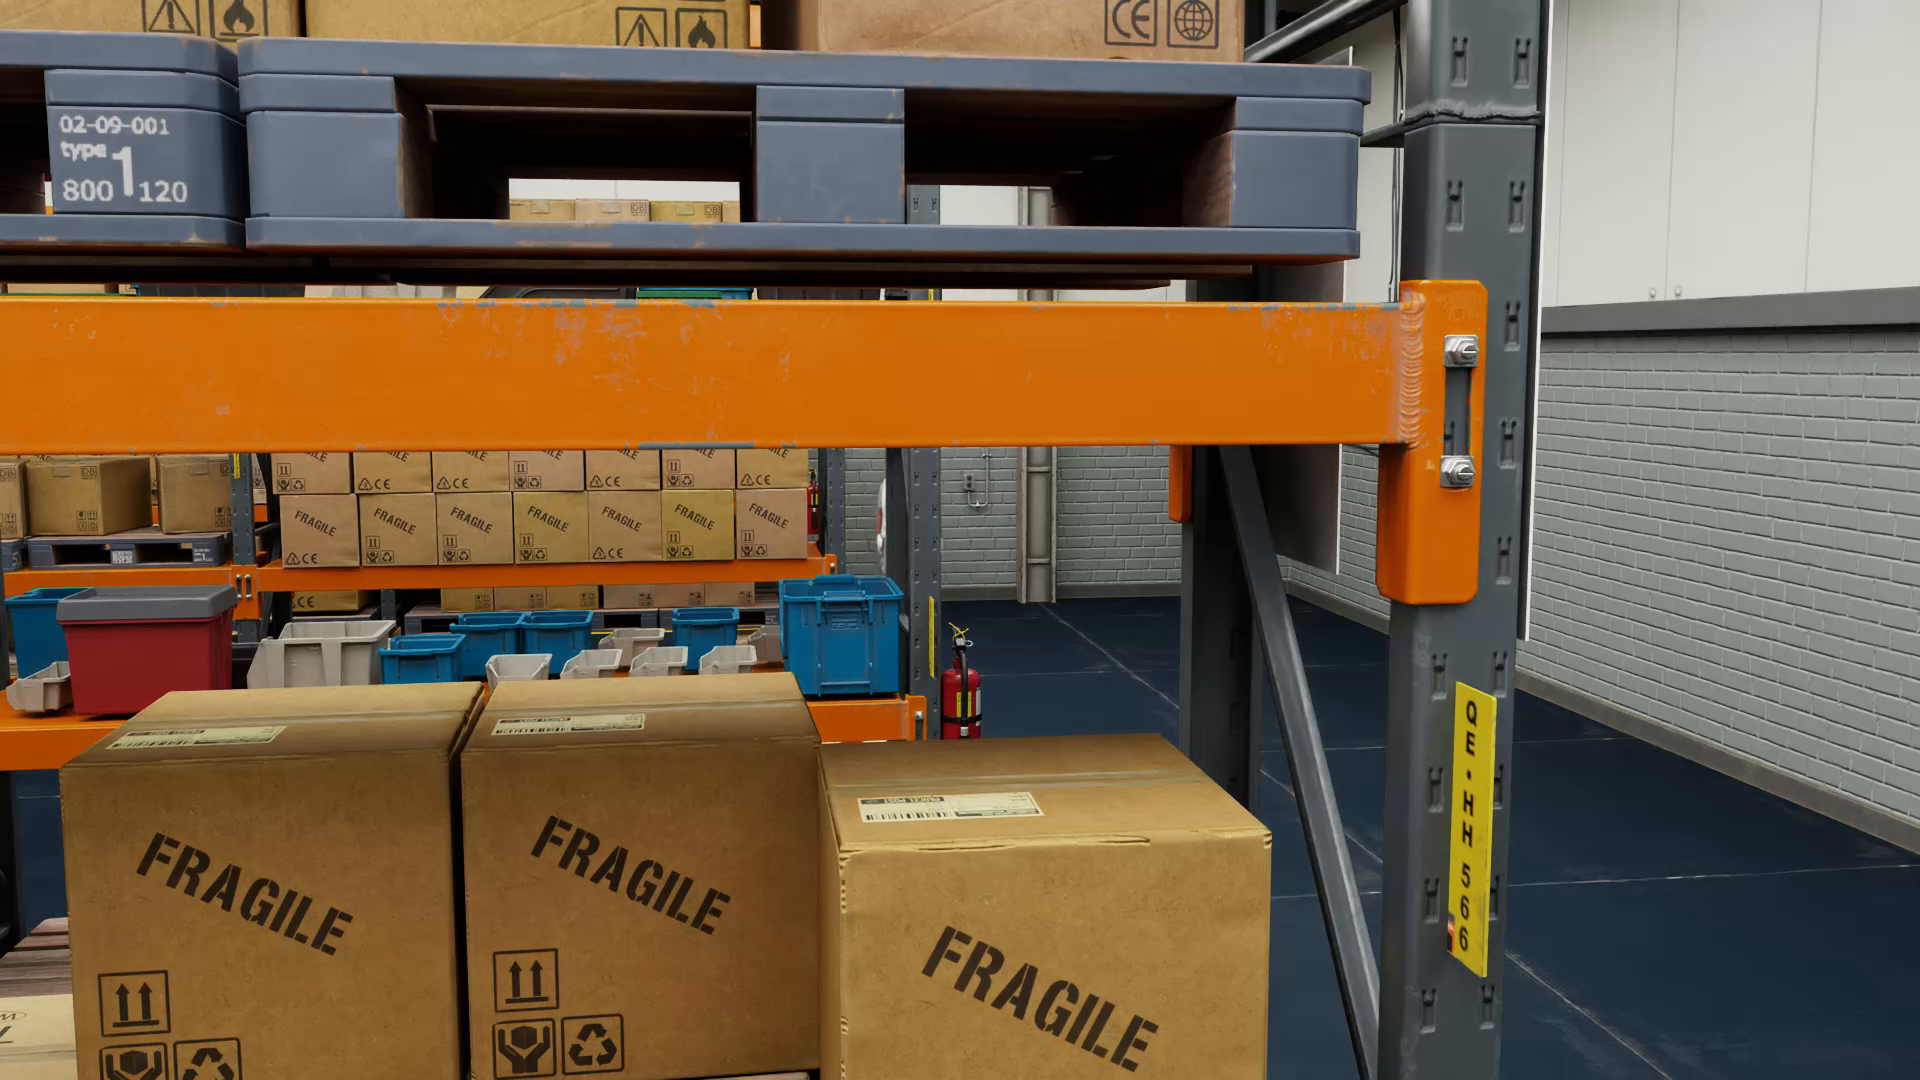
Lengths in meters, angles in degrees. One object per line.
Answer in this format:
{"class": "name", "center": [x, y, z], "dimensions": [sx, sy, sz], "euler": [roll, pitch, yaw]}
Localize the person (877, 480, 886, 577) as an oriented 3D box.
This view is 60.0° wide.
{"class": "person", "center": [-0.574, 0.010, 16.630], "dimensions": [0.550, 1.812, 0.356], "euler": [2, 7, 19]}
